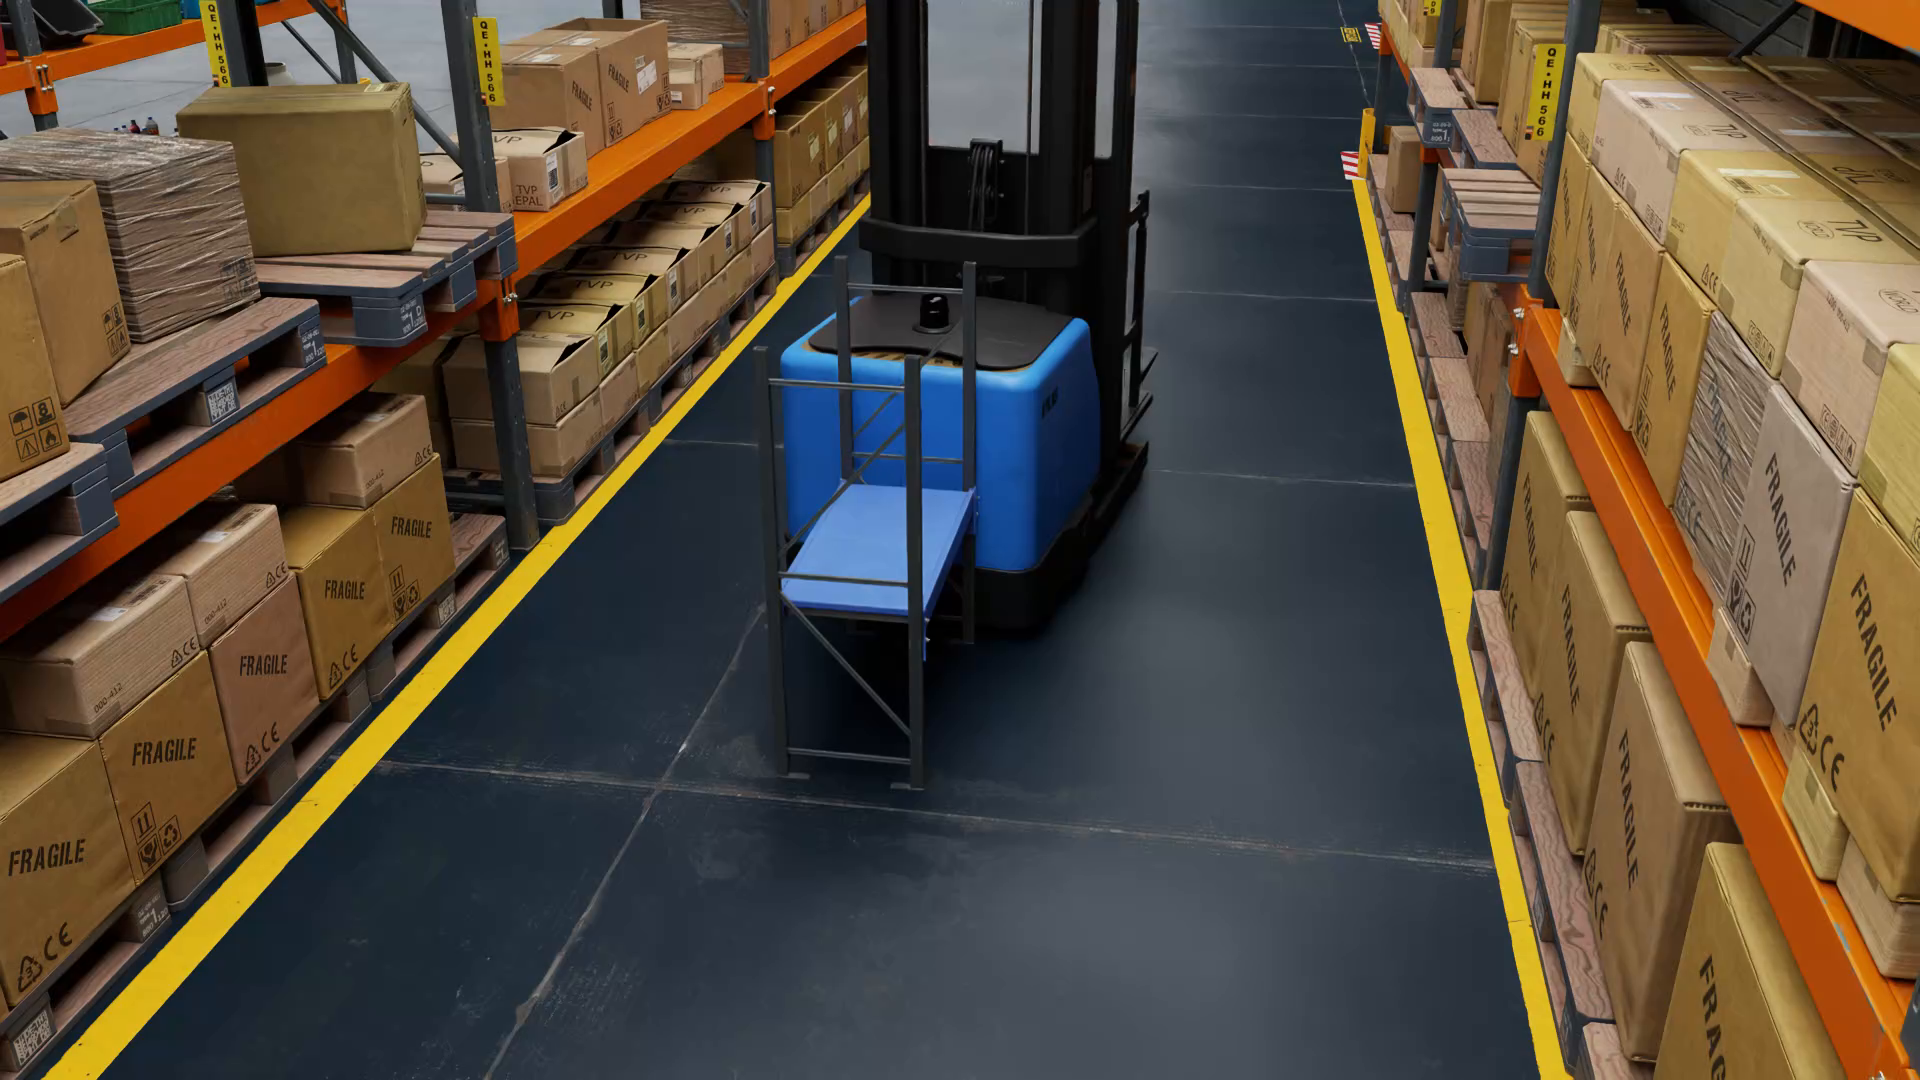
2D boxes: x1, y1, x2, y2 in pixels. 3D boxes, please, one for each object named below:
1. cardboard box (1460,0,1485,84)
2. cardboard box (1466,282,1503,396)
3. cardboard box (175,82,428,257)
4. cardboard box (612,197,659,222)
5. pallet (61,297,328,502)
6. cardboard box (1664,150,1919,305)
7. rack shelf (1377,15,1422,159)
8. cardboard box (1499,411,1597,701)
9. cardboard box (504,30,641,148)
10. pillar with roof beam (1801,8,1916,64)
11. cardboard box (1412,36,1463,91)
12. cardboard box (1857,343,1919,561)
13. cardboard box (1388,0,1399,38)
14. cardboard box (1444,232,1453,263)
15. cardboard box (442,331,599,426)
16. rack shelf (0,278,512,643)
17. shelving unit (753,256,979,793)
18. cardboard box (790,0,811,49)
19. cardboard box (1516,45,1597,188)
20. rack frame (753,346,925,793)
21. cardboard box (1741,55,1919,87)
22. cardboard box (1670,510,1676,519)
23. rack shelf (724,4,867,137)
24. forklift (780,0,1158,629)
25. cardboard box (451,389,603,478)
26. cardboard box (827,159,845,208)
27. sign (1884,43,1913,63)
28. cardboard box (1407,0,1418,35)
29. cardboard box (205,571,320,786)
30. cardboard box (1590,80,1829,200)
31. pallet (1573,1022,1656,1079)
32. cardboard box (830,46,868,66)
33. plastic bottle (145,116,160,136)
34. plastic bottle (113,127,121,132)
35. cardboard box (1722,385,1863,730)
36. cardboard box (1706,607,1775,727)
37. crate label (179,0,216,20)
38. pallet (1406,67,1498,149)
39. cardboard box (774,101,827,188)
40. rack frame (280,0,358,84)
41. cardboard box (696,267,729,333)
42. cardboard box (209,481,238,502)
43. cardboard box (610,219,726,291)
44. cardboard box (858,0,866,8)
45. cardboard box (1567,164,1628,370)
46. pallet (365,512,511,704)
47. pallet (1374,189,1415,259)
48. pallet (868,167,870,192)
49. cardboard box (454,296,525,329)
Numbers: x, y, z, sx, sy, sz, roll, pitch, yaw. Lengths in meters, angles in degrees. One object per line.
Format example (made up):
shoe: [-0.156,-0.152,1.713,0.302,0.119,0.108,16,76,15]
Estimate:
cardboard box: [3.095,-2.727,8.901,0.700,0.500,0.500,4,25,9]
cardboard box: [2.950,-1.021,8.323,0.700,0.500,0.500,4,25,9]
cardboard box: [-2.321,-1.326,5.932,0.700,0.500,0.500,-4,25,-9]
cardboard box: [-2.076,-1.869,9.791,0.500,0.311,0.500,4,25,8]
pallet: [-2.642,-0.461,4.923,1.003,0.211,1.213,4,25,9]
cardboard box: [1.988,-0.729,3.892,0.500,0.250,0.500,4,25,7]
rack shelf: [3.539,-3.204,11.405,1.077,0.370,4.000,4,25,9]
cardboard box: [2.309,0.062,5.620,0.750,0.750,0.750,4,25,8]
cardboard box: [-1.985,-2.330,8.572,0.500,0.500,0.500,4,25,9]
pillar with roof beam: [-0.623,-4.519,6.290,9.100,9.000,0.400,4,25,9]
cardboard box: [2.991,-2.853,9.961,0.500,0.250,0.500,4,25,9]
cardboard box: [1.729,-0.089,2.525,0.500,0.250,0.500,5,25,10]
cardboard box: [3.313,-3.694,11.757,0.500,0.250,0.500,4,25,8]
cardboard box: [3.270,-1.835,10.455,0.380,0.166,0.250,1,25,2]
cardboard box: [-1.954,-0.759,7.421,0.500,0.311,0.500,5,26,10]
rack shelf: [-2.656,-0.200,4.987,1.077,0.370,4.000,4,25,9]
shelving unit: [-0.278,-0.085,5.662,0.538,1.500,1.048,4,25,9]
cardboard box: [-1.444,-3.697,11.491,0.700,0.500,0.500,4,25,9]
cardboard box: [2.690,-1.698,6.702,0.700,0.500,0.500,2,25,4]
rack frame: [-0.365,0.128,5.208,0.500,1.500,0.032,4,25,9]
cardboard box: [2.740,-1.341,5.200,0.500,0.250,0.500,5,25,10]
cardboard box: [2.036,-0.152,4.308,0.380,0.149,0.250,4,25,9]
rack shelf: [-1.349,-3.545,12.135,1.077,0.370,4.000,4,25,9]
forklift: [0.257,-1.589,7.188,1.130,2.935,3.031,8,26,17]
cardboard box: [-1.954,-0.505,7.539,0.500,0.250,0.500,4,25,8]
cardboard box: [-1.127,-2.570,11.951,0.500,0.250,0.500,4,25,9]
sign: [3.107,-1.507,5.567,0.100,0.325,0.005,4,25,9]
cardboard box: [3.060,-3.402,10.249,0.500,0.500,0.500,4,25,8]
cardboard box: [-2.415,0.415,5.255,0.500,0.500,0.500,3,25,7]
cardboard box: [2.143,-1.152,4.796,0.500,0.250,0.500,4,25,8]
pallet: [1.956,1.588,3.609,1.003,0.211,1.213,4,25,9]
cardboard box: [-0.816,-3.747,13.581,0.500,0.500,0.500,4,25,9]
plastic bottle: [-6.512,-3.279,13.417,0.097,0.271,0.097,0,25,0]
plastic bottle: [-6.584,-3.094,13.021,0.097,0.271,0.097,0,25,0]
cardboard box: [1.805,0.039,3.136,0.500,0.500,0.500,4,25,9]
cardboard box: [1.771,0.269,3.409,0.380,0.149,0.250,4,25,9]
crate label: [-5.942,-4.280,12.814,0.502,0.435,0.616,4,25,9]
pallet: [2.944,-2.297,8.845,1.003,0.211,1.213,4,25,9]
cardboard box: [-1.217,-2.701,11.346,0.500,0.500,0.500,4,25,9]
rack frame: [-5.908,-5.052,14.506,1.000,3.000,0.127,4,25,9]
cardboard box: [-1.625,-1.361,9.367,0.500,0.250,0.500,5,25,10]
cardboard box: [-2.766,-0.039,6.225,0.500,0.500,0.500,3,25,7]
cardboard box: [-1.622,-1.618,9.255,0.500,0.311,0.500,4,25,8]
cardboard box: [-1.111,-4.559,13.333,0.700,0.500,0.500,4,25,9]
cardboard box: [2.132,-0.805,4.940,0.500,0.500,0.500,5,26,10]
pallet: [-2.489,0.211,6.551,1.003,0.211,1.213,4,25,9]
pallet: [3.484,-2.225,11.755,1.003,0.211,1.213,4,25,9]
pallet: [-1.105,-3.122,13.671,1.003,0.211,1.213,4,25,9]
cardboard box: [-2.408,-1.015,7.966,0.500,0.311,0.500,4,25,8]
